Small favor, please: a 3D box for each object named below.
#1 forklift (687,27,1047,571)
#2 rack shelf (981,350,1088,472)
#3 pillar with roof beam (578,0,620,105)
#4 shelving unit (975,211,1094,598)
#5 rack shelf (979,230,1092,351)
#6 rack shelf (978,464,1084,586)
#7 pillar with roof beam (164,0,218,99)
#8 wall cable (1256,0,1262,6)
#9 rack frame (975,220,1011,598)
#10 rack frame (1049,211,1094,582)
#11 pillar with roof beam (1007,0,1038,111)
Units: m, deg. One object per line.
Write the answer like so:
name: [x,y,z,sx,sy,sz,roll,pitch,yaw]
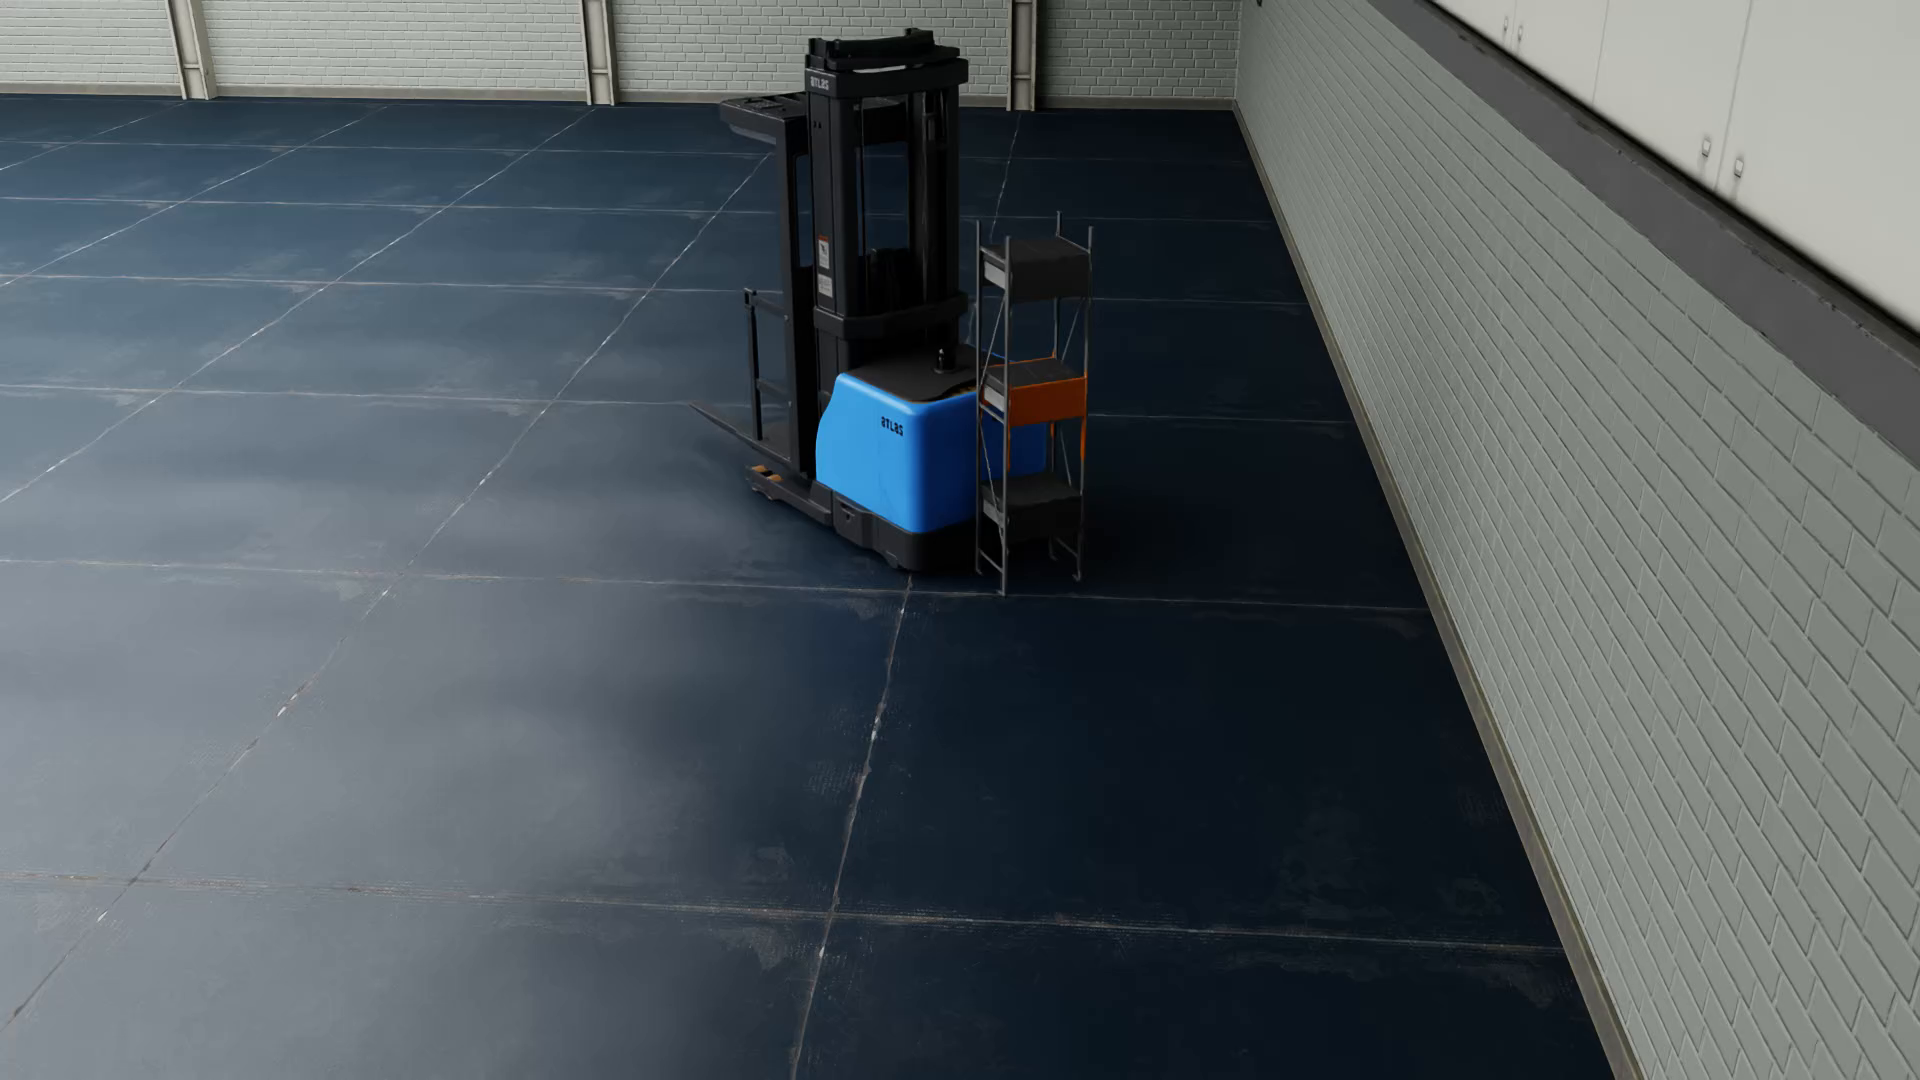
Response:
forklift: [-0.761,-1.700,10.439,1.130,2.935,3.031,-18,30,-34]
rack shelf: [0.402,-0.729,9.355,0.480,0.518,0.431,-11,27,-22]
pillar with roof beam: [-5.446,-8.573,18.115,0.400,9.000,9.100,2,25,4]
shelving unit: [0.402,-0.741,9.349,0.503,2.100,0.431,-11,27,-22]
rack shelf: [0.402,-1.365,9.062,0.480,0.518,0.431,-11,27,-22]
rack shelf: [0.402,-0.093,9.647,0.480,0.518,0.431,-11,27,-22]
pillar with roof beam: [-11.428,-8.765,18.532,0.400,9.000,9.100,2,25,4]
wall cable: [3.702,-8.119,20.843,0.112,2.526,3.097,2,25,4]
rack frame: [0.179,-0.700,9.259,0.015,2.100,0.400,-11,27,-22]
rack frame: [0.625,-0.783,9.439,0.015,2.100,0.400,-11,27,-22]
pillar with roof beam: [0.536,-8.381,17.698,0.400,9.000,9.100,2,25,4]
